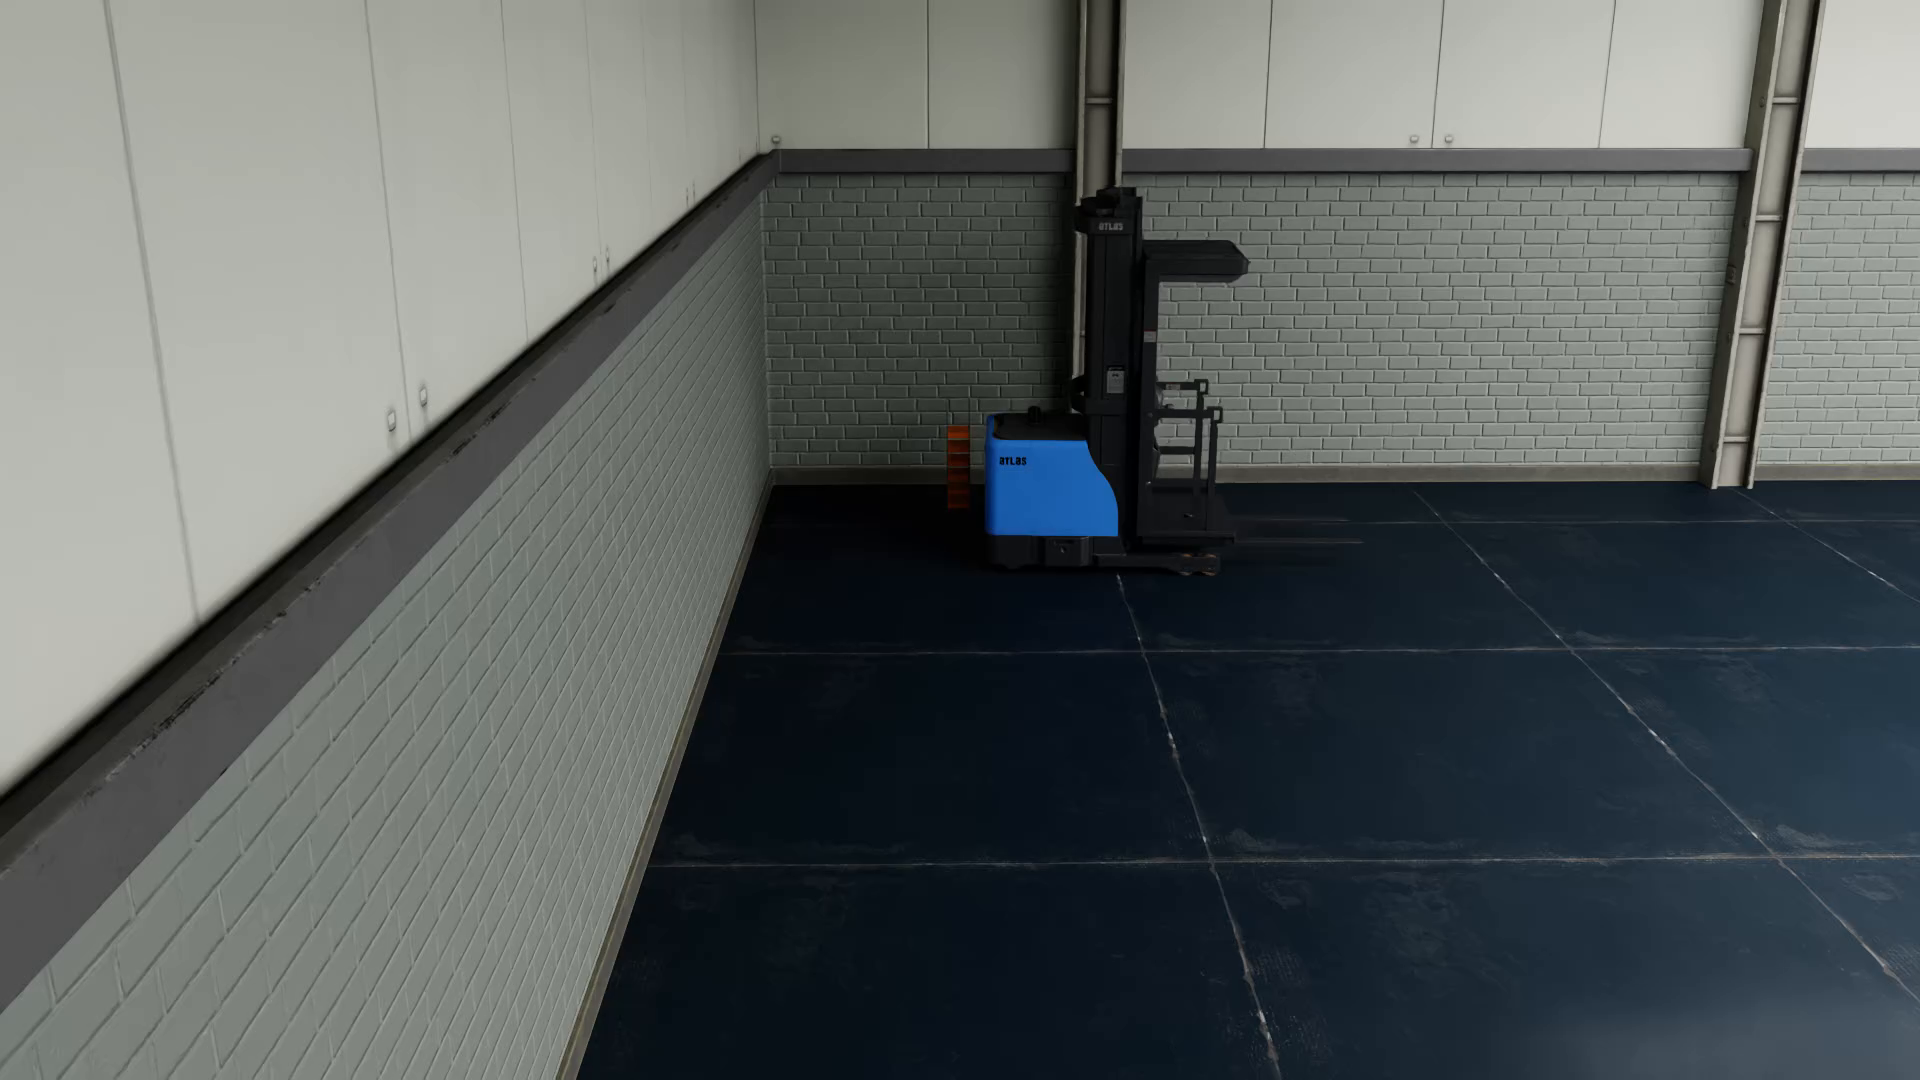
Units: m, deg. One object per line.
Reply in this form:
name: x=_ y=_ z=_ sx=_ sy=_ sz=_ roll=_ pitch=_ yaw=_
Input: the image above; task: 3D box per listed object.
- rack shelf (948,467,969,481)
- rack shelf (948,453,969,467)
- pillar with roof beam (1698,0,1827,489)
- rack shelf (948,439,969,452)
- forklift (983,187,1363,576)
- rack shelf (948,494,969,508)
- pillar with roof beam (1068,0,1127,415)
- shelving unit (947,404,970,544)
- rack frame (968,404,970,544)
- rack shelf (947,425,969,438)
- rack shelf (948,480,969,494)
rack shelf: x=-0.014 y=-0.529 z=13.878 sx=0.180 sy=0.103 sz=0.258 roll=0 pitch=18 yaw=-1
rack shelf: x=-0.014 y=-0.643 z=13.841 sx=0.180 sy=0.103 sz=0.258 roll=0 pitch=18 yaw=-1
pillar with roof beam: x=7.283 y=-3.497 z=10.217 sx=0.400 sy=9.000 sz=9.100 roll=0 pitch=18 yaw=-1
rack shelf: x=-0.014 y=-0.757 z=13.804 sx=0.180 sy=0.103 sz=0.258 roll=0 pitch=18 yaw=-1
forklift: x=1.712 y=-1.279 z=13.237 sx=3.031 sy=2.935 sz=1.130 roll=1 pitch=18 yaw=2
rack shelf: x=-0.014 y=-0.300 z=13.951 sx=0.180 sy=0.103 sz=0.258 roll=0 pitch=18 yaw=-1
pillar with roof beam: x=1.283 y=-3.468 z=10.127 sx=0.400 sy=9.000 sz=9.100 roll=0 pitch=18 yaw=-1
shelving unit: x=-0.014 y=-0.571 z=13.864 sx=0.189 sy=1.200 sz=0.258 roll=0 pitch=18 yaw=-1
rack frame: x=0.077 y=-0.572 z=13.865 sx=0.006 sy=1.200 sz=0.240 roll=0 pitch=18 yaw=-1
rack shelf: x=-0.014 y=-0.872 z=13.768 sx=0.180 sy=0.103 sz=0.258 roll=0 pitch=18 yaw=-1
rack shelf: x=-0.014 y=-0.415 z=13.914 sx=0.180 sy=0.103 sz=0.258 roll=0 pitch=18 yaw=-1
